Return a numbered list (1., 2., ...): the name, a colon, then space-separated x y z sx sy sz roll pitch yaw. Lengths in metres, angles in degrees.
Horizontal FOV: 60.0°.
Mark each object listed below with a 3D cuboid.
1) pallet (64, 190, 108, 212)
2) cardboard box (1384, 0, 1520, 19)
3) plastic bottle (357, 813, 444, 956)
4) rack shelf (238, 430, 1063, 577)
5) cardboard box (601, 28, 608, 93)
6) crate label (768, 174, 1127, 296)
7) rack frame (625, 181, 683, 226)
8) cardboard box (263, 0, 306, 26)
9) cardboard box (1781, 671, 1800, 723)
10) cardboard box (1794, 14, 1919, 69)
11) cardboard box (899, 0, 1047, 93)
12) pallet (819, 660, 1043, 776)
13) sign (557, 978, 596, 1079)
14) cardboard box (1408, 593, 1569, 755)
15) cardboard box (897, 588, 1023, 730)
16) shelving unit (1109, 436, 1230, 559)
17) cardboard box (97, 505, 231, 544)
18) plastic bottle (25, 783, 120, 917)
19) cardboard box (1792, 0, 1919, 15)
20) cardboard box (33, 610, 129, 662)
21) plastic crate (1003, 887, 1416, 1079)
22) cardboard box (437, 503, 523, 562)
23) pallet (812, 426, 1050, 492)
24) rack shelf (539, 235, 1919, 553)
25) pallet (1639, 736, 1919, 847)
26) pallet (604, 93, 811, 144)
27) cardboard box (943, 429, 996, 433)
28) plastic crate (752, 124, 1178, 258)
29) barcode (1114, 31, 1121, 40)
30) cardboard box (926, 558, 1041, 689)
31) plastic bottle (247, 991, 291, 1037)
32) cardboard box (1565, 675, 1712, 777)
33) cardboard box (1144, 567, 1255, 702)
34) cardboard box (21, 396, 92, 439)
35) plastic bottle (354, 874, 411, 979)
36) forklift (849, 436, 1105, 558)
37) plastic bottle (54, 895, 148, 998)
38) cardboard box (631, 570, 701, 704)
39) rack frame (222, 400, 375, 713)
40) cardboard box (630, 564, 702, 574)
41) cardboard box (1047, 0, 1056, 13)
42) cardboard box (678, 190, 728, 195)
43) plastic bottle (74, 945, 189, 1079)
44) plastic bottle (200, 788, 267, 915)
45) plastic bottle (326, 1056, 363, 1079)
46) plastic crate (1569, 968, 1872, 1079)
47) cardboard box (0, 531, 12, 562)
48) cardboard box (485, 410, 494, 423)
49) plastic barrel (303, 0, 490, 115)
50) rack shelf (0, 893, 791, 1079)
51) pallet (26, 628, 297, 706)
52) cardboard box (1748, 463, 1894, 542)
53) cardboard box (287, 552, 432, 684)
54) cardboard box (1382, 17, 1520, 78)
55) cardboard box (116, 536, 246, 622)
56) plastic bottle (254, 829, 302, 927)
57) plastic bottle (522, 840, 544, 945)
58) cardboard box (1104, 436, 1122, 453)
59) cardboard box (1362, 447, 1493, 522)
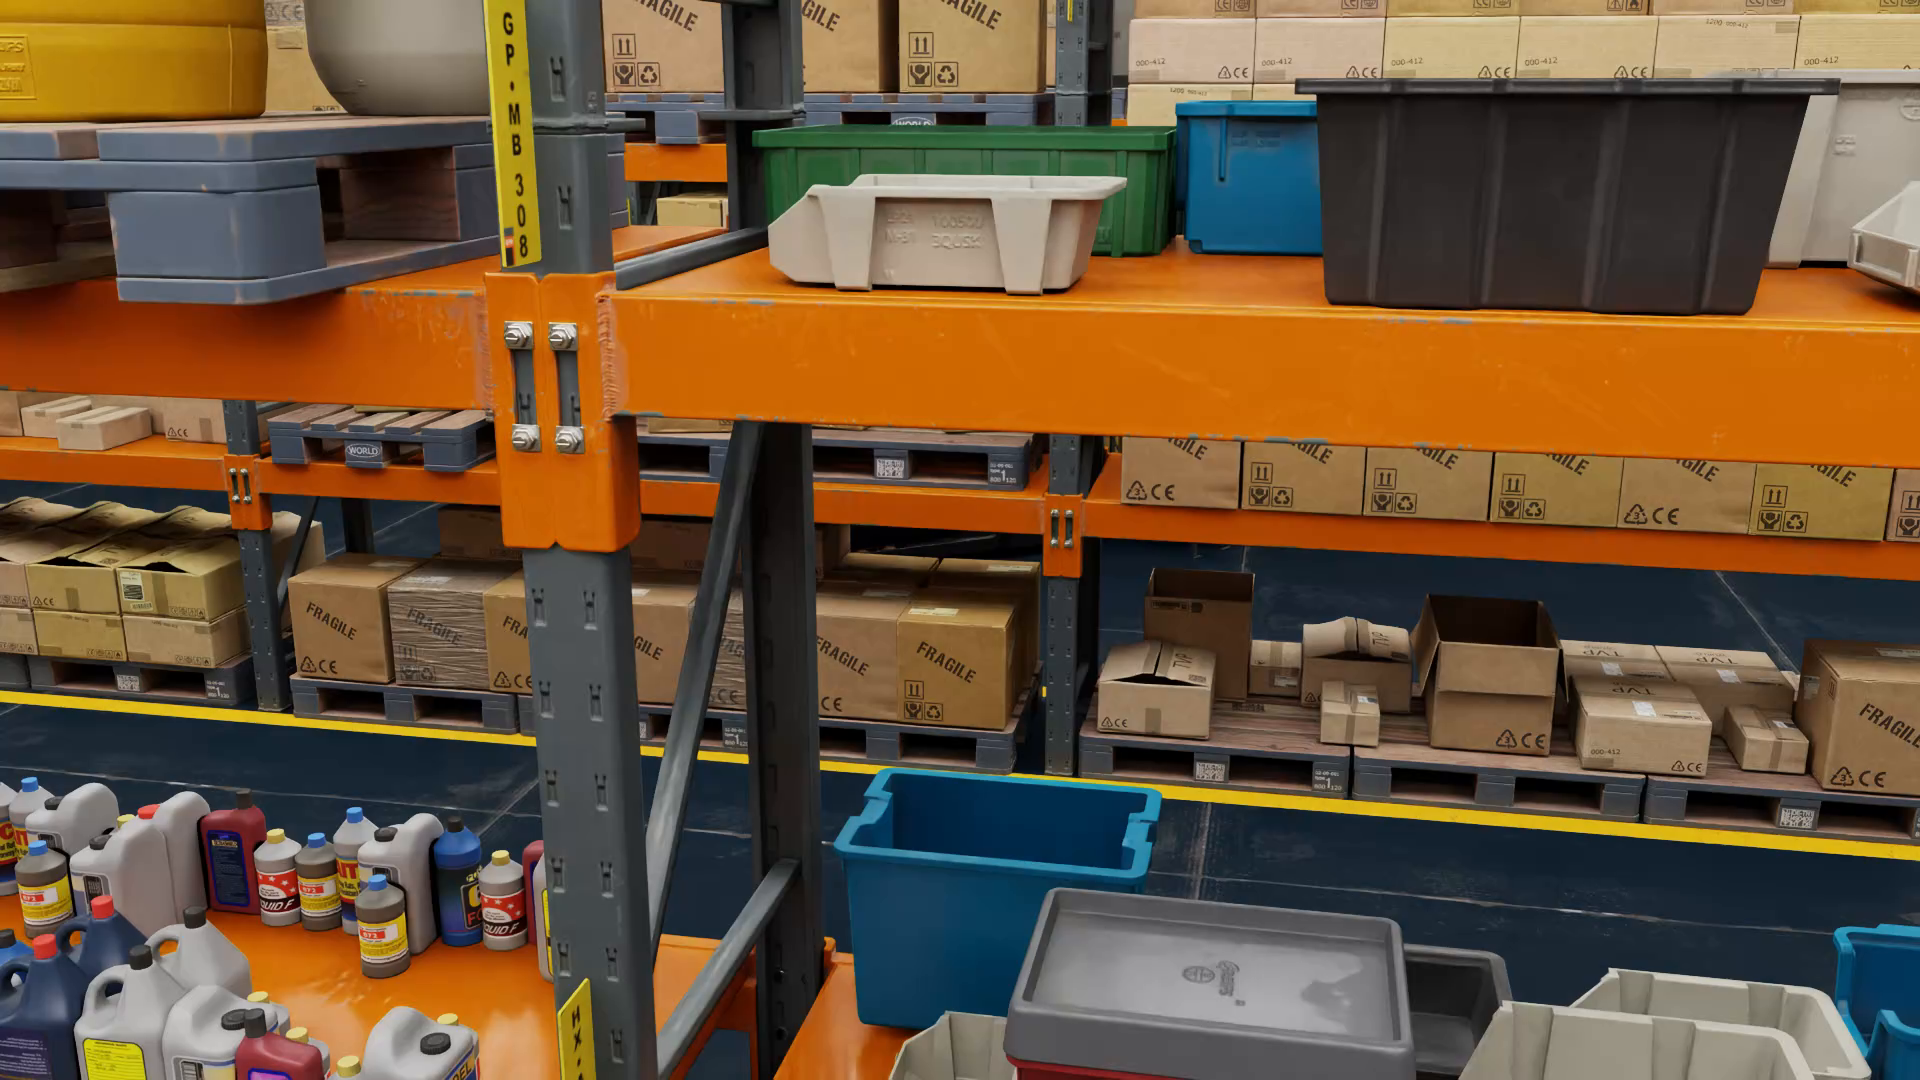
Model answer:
1. pallet: -2.343 -0.631 2.884 1.213 0.211 1.003 3 16 11
2. cardboard box: 1.985 -2.367 6.739 0.500 0.500 0.700 3 16 11
3. plastic bottle: -1.179 0.716 3.522 0.135 0.276 0.152 3 16 11
4. rack shelf: -1.412 -0.256 8.143 4.000 0.370 1.077 3 16 11
5. cardboard box: -1.929 -2.133 7.768 0.500 0.500 0.910 3 16 11
6. crate label: -0.021 -0.417 2.254 0.466 0.136 0.293 3 16 11
7. rack frame: -2.389 -2.005 13.110 0.127 3.000 1.000 3 16 11
8. cardboard box: -2.946 -2.659 7.794 0.500 0.500 0.500 3 16 11
9. cardboard box: 3.881 0.745 7.668 0.250 0.166 0.380 3 16 11
10. cardboard box: 3.423 -1.884 6.402 0.500 0.250 0.500 3 16 11
11. cardboard box: 0.069 -2.286 7.346 0.600 0.600 0.600 2 16 6
12. pallet: -0.257 0.815 8.156 1.213 0.211 1.003 3 16 11
13. sign: -0.555 0.810 2.430 0.005 0.325 0.100 3 16 11
14. cardboard box: 2.390 0.594 7.582 0.637 0.503 0.797 3 16 11
15. cardboard box: 0.007 0.545 7.762 0.500 0.500 0.500 3 16 11
16. shelving unit: 1.429 -0.704 11.224 0.431 1.500 0.755 -15 21 -42
17. cardboard box: -4.343 0.013 9.138 0.500 0.311 0.500 3 16 10
18. plastic bottle: -1.955 0.674 3.674 0.135 0.276 0.152 3 16 11
19. cardboard box: 3.488 -2.331 6.607 0.500 0.500 0.700 3 16 11
20. cardboard box: -4.442 0.423 8.709 0.500 0.250 0.500 3 16 10
21. plastic crate: 0.382 0.853 2.561 0.583 0.464 0.402 3 16 11
22. cardboard box: -2.353 -0.087 8.642 0.500 0.250 0.500 4 16 13
23. pallet: -0.214 -0.474 7.945 1.213 0.211 1.003 3 16 11
24. rack shelf: 1.517 -0.193 2.298 4.000 0.370 1.077 3 16 11
25. pallet: 3.612 1.015 7.434 1.213 0.211 1.003 3 16 11
26. pallet: -1.094 -1.958 7.676 1.003 0.211 1.213 3 16 11
27. cardboard box: 0.128 -0.830 7.896 0.500 0.500 0.700 -2 16 -8
28. plastic crate: 0.032 -0.600 2.818 0.662 0.188 0.450 3 16 11
29. barcode: 1.152 -3.709 12.219 0.075 0.075 0.001 5 16 16
30. cardboard box: 0.122 0.407 8.261 0.500 0.500 0.500 2 16 9
31. plastic bottle: -1.245 0.906 2.975 0.097 0.201 0.097 0 15 0
32. cardboard box: 2.961 0.807 7.286 0.500 0.250 0.500 3 16 11
33. cardboard box: 1.163 0.453 8.097 0.500 0.500 0.500 3 16 11
34. cardboard box: -4.633 -0.641 8.657 0.250 0.149 0.380 4 16 15
35. plastic bottle: -1.186 0.785 3.410 0.097 0.201 0.097 0 15 0
36. forklift: -0.570 -1.344 10.854 3.031 2.935 1.130 -7 17 -23
37. plastic bottle: -1.561 0.813 3.032 0.185 0.351 0.144 3 16 11
38. cardboard box: -1.466 0.464 8.057 0.500 0.500 0.500 3 16 9
39. rack frame: -3.372 -0.709 8.431 0.127 3.000 1.000 3 16 11
40. cardboard box: -1.386 0.326 8.554 0.500 0.500 0.500 3 16 9
41. cardboard box: 0.695 -3.940 12.062 0.500 0.250 0.500 4 16 15
42. cardboard box: -1.893 -2.611 13.112 0.500 0.250 0.500 4 16 13
43. plastic bottle: -1.409 0.860 2.860 0.185 0.351 0.144 3 16 11
44. plastic bottle: -1.588 0.678 3.646 0.133 0.283 0.061 3 16 11
45. plastic bottle: -1.013 0.960 2.779 0.097 0.201 0.097 0 15 0
46. plastic crate: 1.323 0.912 2.963 0.466 0.136 0.293 3 16 11
47. cardboard box: -5.430 0.100 8.827 0.500 0.311 0.500 4 16 13
48. cardboard box: -1.874 -0.857 7.992 0.500 0.500 0.700 6 17 22
49. plastic barrel: -0.909 -1.007 2.849 0.433 0.535 0.433 0 15 0
50. rack shelf: -2.403 1.040 3.466 4.000 0.370 1.077 3 16 11
51. pallet: -4.171 0.581 8.999 1.213 0.211 1.003 3 16 11
52. cardboard box: 3.465 -0.311 6.807 0.500 0.500 0.500 3 16 12
53. cardboard box: -2.983 0.383 8.349 0.500 0.500 0.500 4 16 13
54. cardboard box: 1.953 -1.963 6.687 0.500 0.250 0.500 3 16 11
55. cardboard box: -3.934 0.180 8.536 0.500 0.311 0.500 4 16 13
56. plastic bottle: -1.478 0.728 3.617 0.097 0.201 0.097 0 15 0
57. plastic bottle: -0.848 0.718 3.501 0.133 0.283 0.061 3 16 11
58. cardboard box: 0.868 -0.959 12.575 0.750 0.750 0.750 3 16 12
59. cardboard box: 1.985 -0.392 7.101 0.500 0.500 0.500 3 16 11
